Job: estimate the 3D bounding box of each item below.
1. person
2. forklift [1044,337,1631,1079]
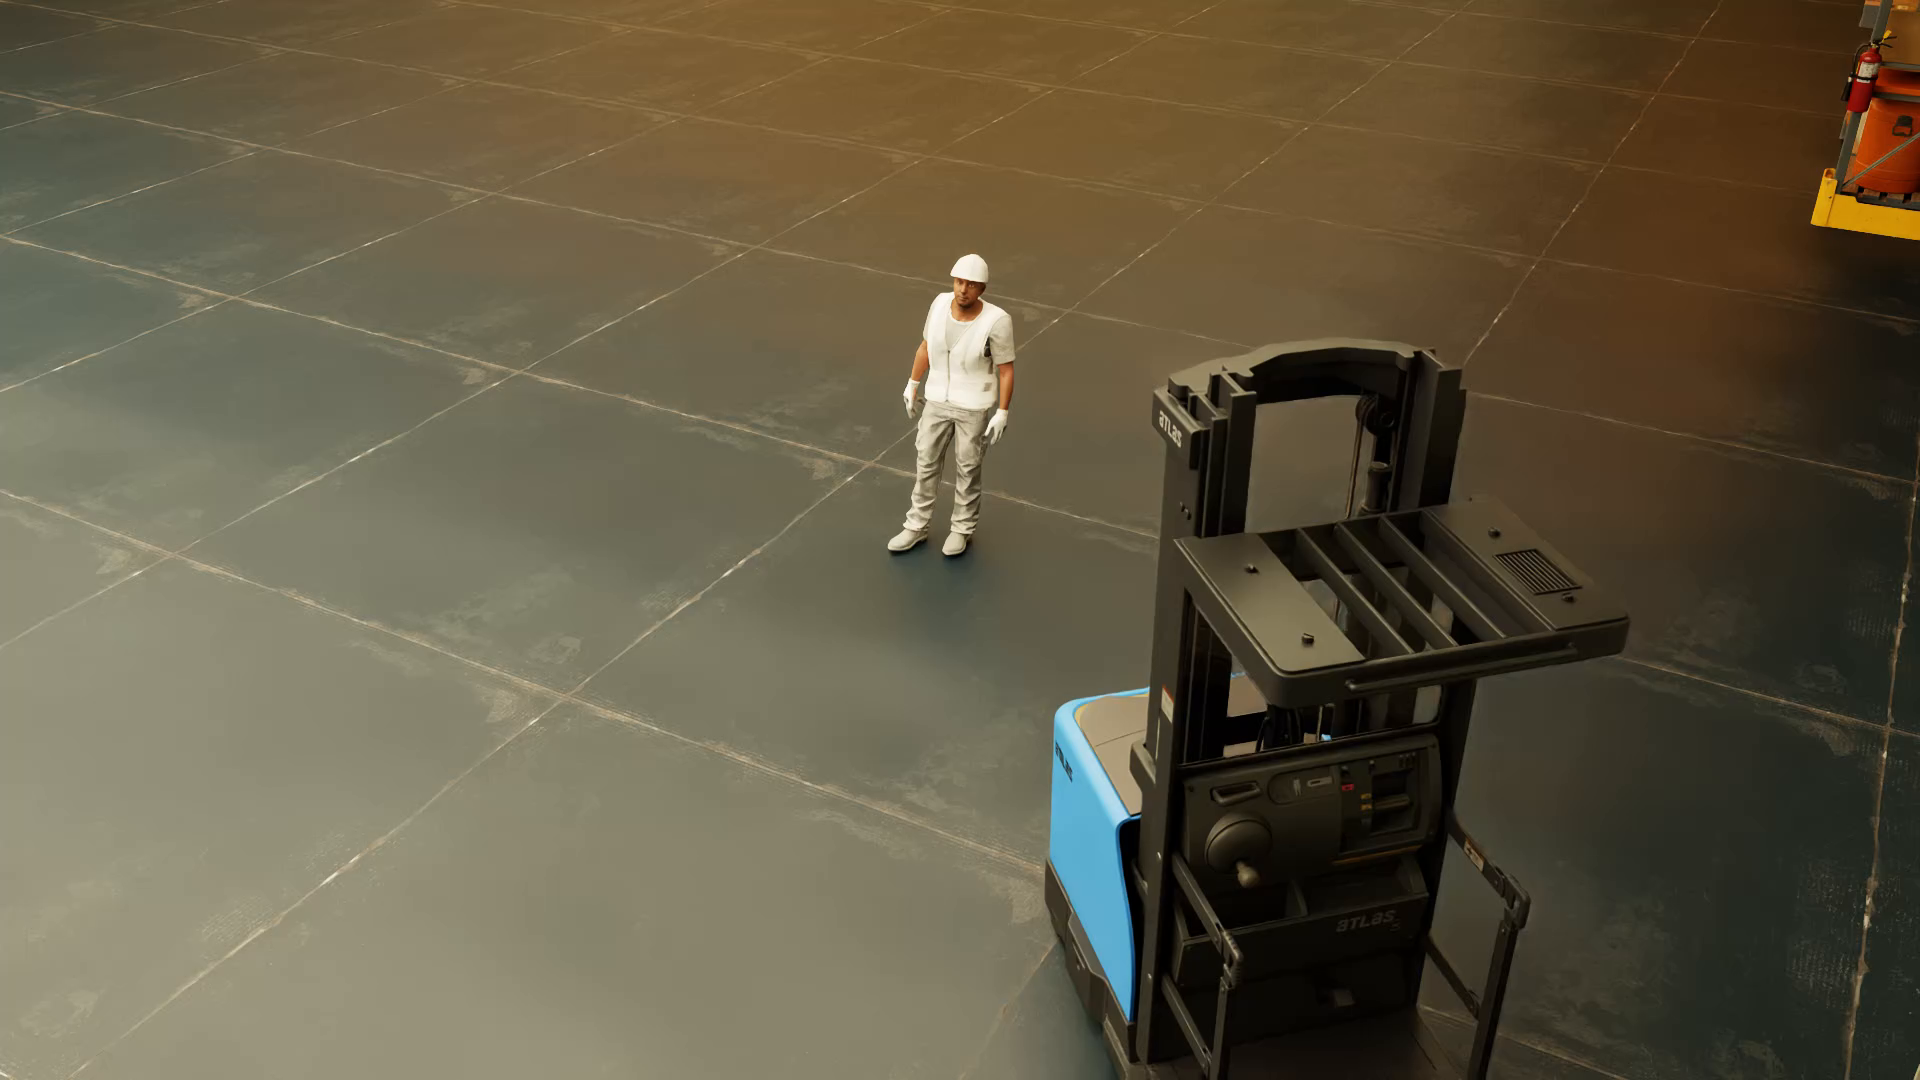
[{"bbox_3d":[-0.043,-0.747,9.503,0.657,1.779,0.575,15,33,25],"label":"person"},{"bbox_3d":[1.248,0.961,5.405,1.130,2.935,3.031,-8,31,-13],"label":"forklift"}]
